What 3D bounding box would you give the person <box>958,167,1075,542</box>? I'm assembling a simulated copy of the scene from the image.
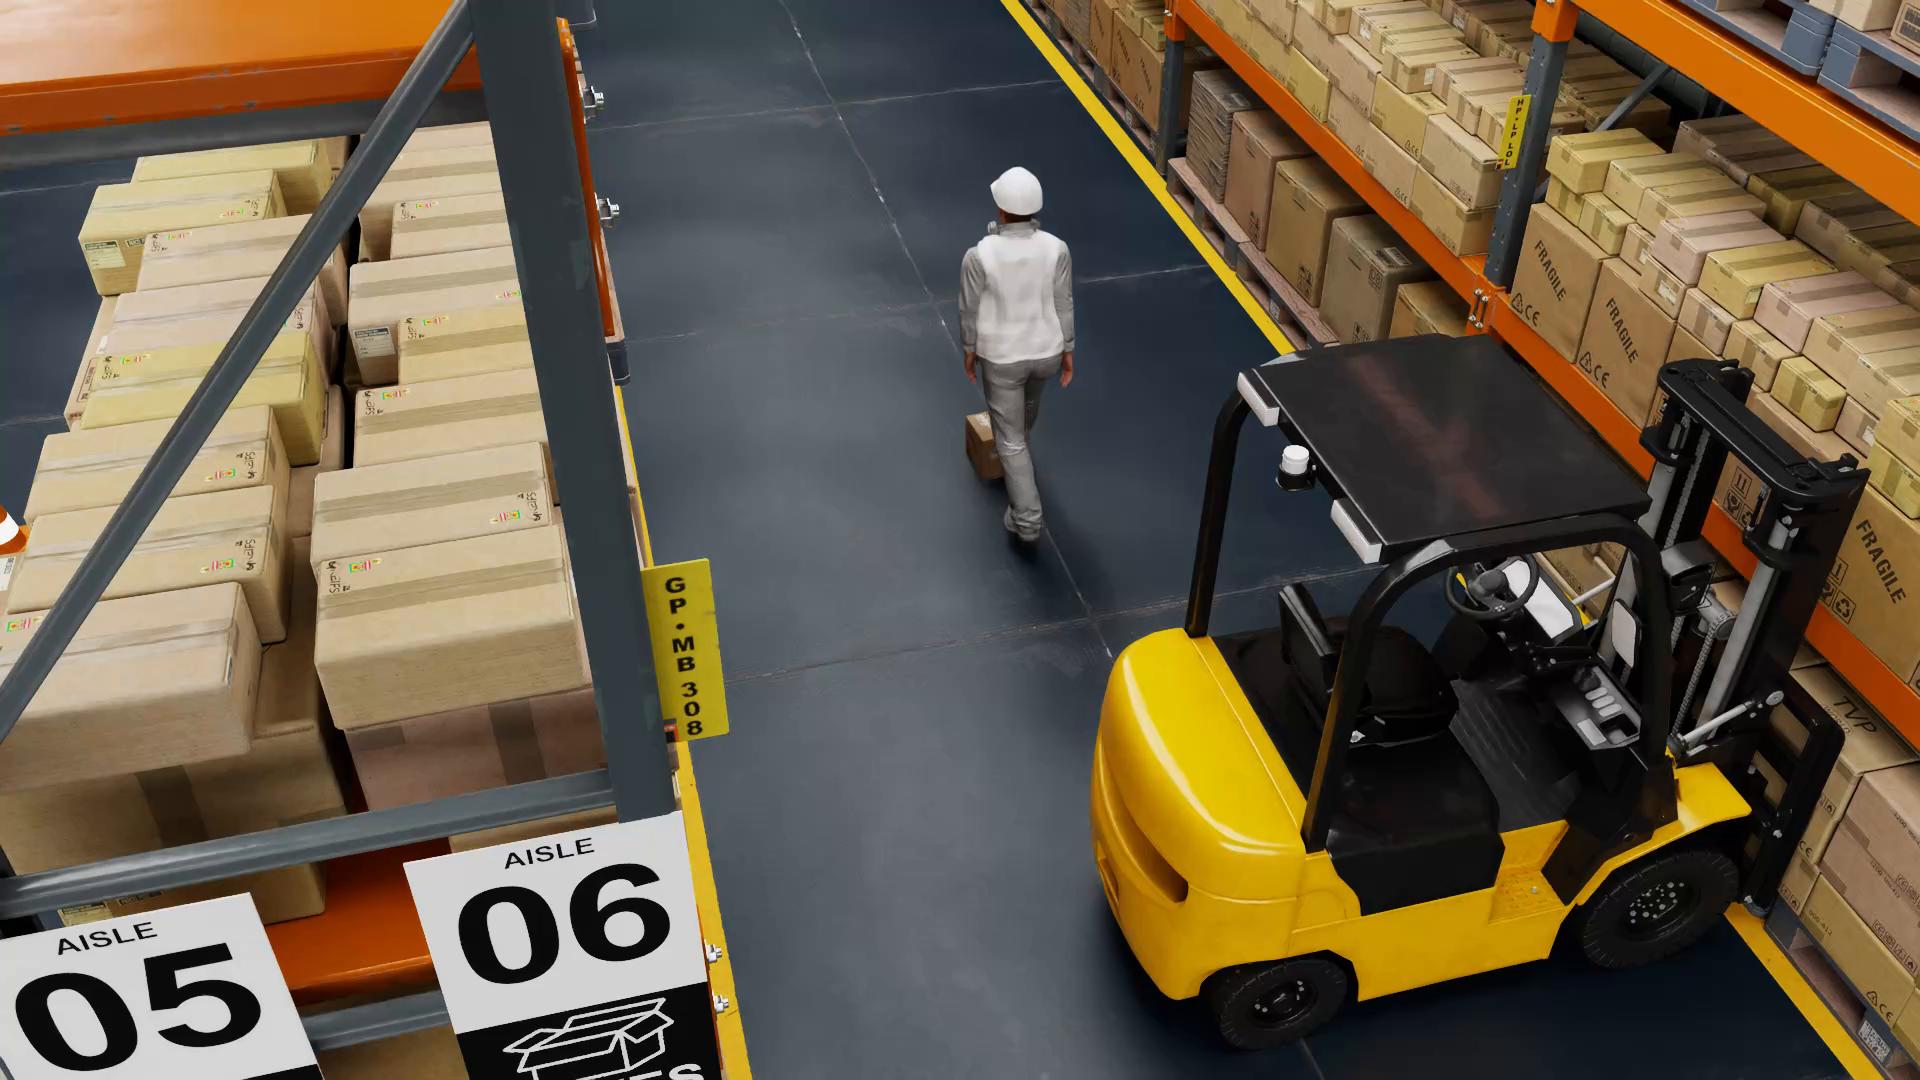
[{"bbox_3d":[0.262,-0.919,7.913,0.542,1.717,1.116,-10,39,-13],"label":"person"}]
